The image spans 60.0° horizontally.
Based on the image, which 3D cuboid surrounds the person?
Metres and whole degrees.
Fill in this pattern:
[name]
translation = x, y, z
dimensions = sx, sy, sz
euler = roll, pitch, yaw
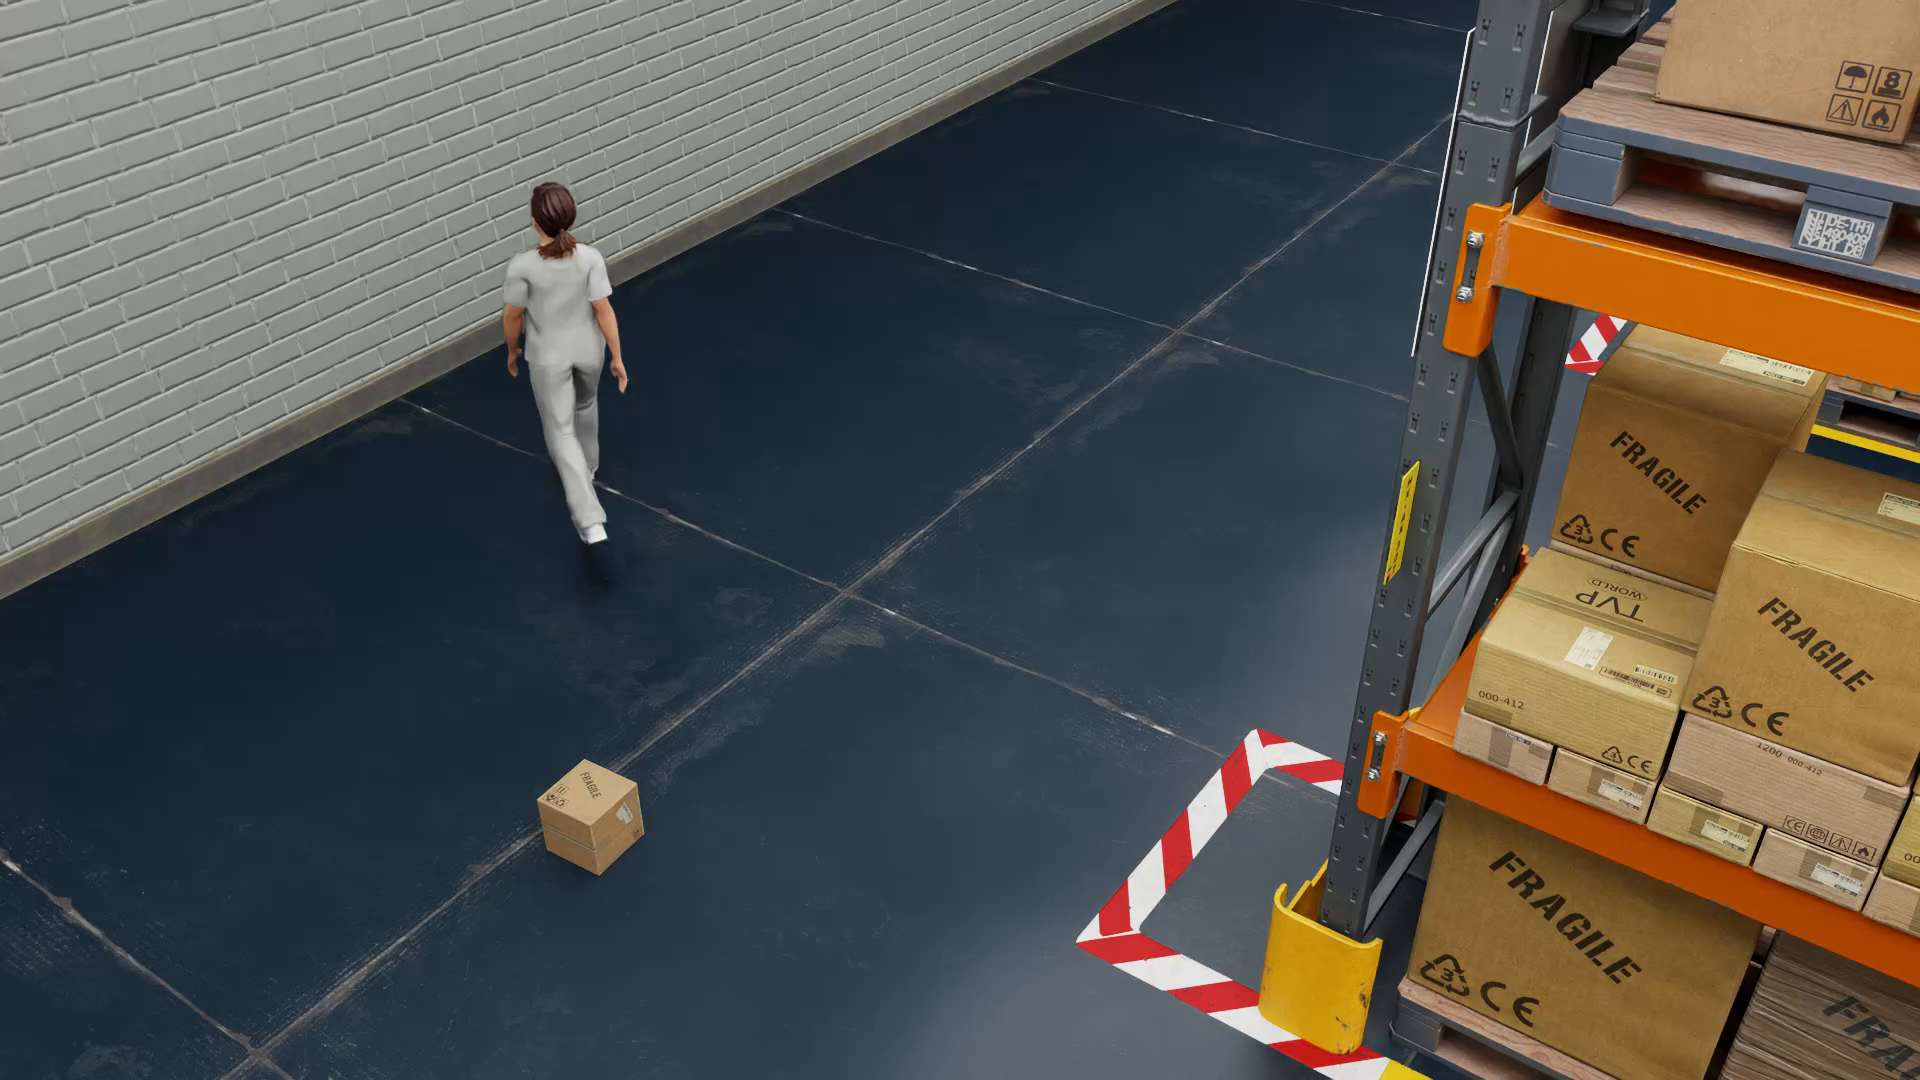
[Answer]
[person]
translation = -1.748, -0.829, 7.352
dimensions = 0.458, 1.620, 0.972
euler = -16, 38, -21
